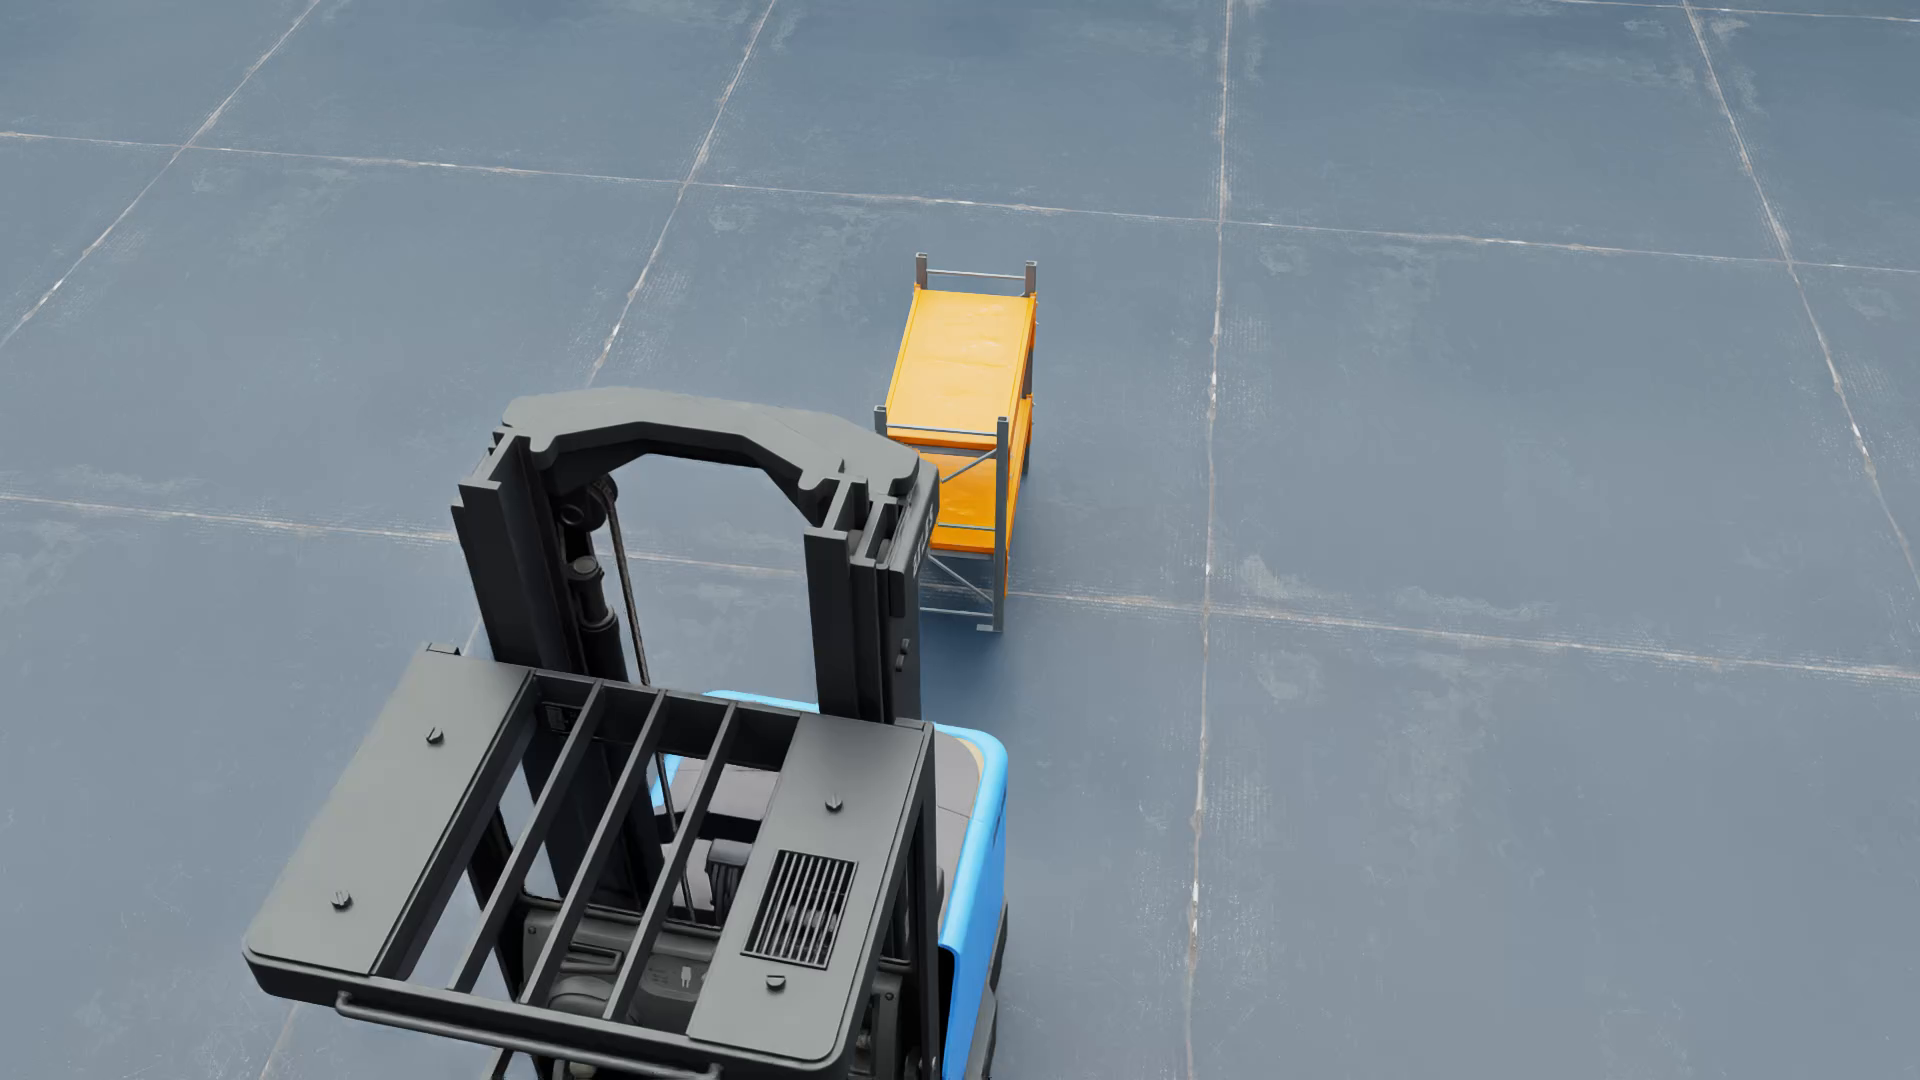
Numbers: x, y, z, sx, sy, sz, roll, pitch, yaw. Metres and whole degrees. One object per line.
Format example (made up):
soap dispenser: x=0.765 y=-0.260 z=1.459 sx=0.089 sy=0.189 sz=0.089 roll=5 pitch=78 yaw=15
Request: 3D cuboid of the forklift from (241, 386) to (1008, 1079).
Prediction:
forklift: x=-0.642 y=1.235 z=3.836 sx=1.130 sy=2.935 sz=3.031 roll=8 pitch=44 yaw=8

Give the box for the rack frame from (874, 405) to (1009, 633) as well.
rack frame: x=-0.068 y=-0.057 z=6.515 sx=0.500 sy=1.125 sz=0.032 roll=5 pitch=44 yaw=6

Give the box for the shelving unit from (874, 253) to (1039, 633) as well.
shelving unit: x=-0.001 y=-0.404 z=6.881 sx=0.538 sy=1.125 sz=1.048 roll=5 pitch=44 yaw=6

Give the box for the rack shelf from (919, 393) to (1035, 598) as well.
rack shelf: x=-0.001 y=-0.226 z=7.049 sx=0.538 sy=0.278 sz=1.000 roll=5 pitch=44 yaw=6

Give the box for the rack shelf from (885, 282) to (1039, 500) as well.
rack shelf: x=-0.001 y=-0.616 z=6.679 sx=0.538 sy=0.278 sz=1.000 roll=5 pitch=44 yaw=6

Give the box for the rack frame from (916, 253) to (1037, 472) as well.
rack frame: x=0.066 y=-0.750 z=7.246 sx=0.500 sy=1.125 sz=0.032 roll=5 pitch=44 yaw=6
